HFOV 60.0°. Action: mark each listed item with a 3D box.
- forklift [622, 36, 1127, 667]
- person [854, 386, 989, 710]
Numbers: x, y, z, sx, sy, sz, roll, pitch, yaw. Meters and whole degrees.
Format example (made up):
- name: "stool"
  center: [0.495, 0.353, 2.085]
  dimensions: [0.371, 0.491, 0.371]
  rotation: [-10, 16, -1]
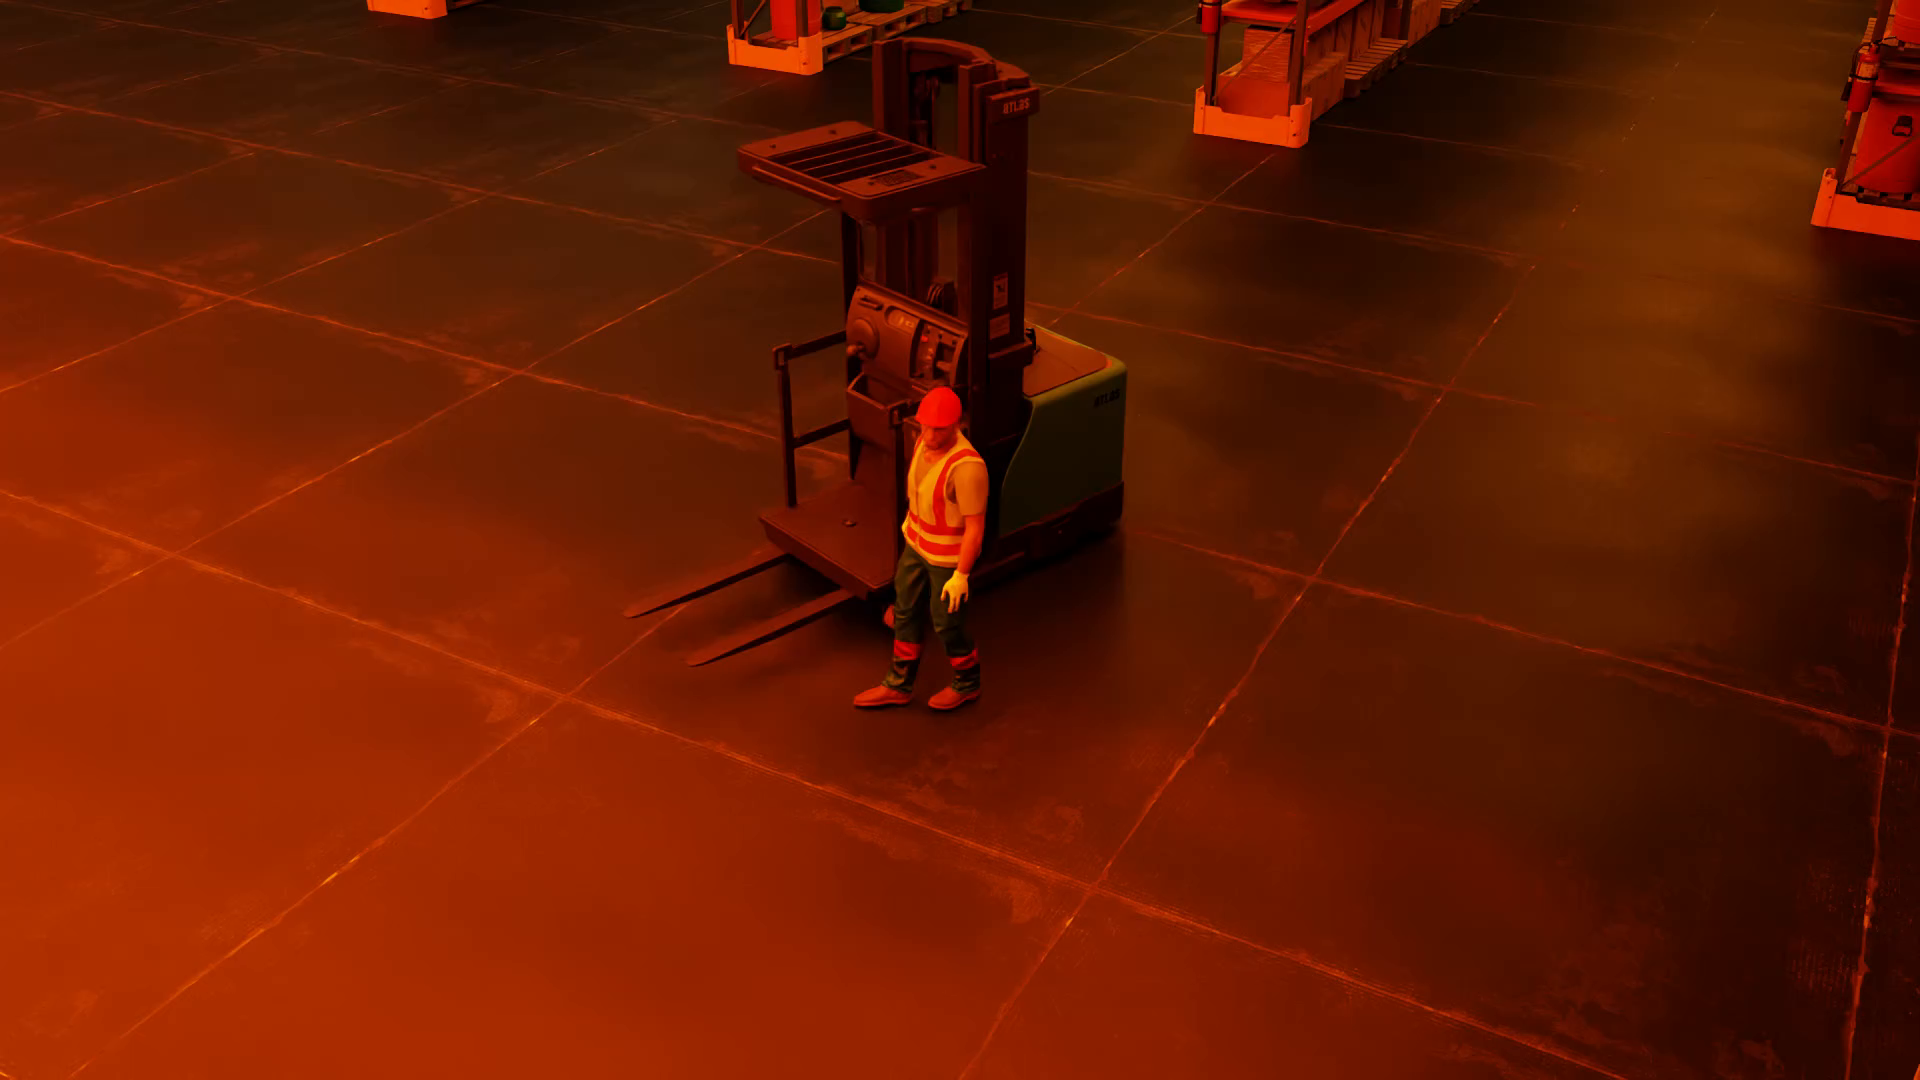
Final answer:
- name: "forklift"
  center: [-0.452, -1.060, 8.908]
  dimensions: [3.031, 2.935, 1.130]
  rotation: [-24, 38, -35]
- name: "person"
  center: [-0.181, 0.089, 8.084]
  dimensions: [0.614, 1.777, 0.733]
  rotation: [-19, 35, -29]
